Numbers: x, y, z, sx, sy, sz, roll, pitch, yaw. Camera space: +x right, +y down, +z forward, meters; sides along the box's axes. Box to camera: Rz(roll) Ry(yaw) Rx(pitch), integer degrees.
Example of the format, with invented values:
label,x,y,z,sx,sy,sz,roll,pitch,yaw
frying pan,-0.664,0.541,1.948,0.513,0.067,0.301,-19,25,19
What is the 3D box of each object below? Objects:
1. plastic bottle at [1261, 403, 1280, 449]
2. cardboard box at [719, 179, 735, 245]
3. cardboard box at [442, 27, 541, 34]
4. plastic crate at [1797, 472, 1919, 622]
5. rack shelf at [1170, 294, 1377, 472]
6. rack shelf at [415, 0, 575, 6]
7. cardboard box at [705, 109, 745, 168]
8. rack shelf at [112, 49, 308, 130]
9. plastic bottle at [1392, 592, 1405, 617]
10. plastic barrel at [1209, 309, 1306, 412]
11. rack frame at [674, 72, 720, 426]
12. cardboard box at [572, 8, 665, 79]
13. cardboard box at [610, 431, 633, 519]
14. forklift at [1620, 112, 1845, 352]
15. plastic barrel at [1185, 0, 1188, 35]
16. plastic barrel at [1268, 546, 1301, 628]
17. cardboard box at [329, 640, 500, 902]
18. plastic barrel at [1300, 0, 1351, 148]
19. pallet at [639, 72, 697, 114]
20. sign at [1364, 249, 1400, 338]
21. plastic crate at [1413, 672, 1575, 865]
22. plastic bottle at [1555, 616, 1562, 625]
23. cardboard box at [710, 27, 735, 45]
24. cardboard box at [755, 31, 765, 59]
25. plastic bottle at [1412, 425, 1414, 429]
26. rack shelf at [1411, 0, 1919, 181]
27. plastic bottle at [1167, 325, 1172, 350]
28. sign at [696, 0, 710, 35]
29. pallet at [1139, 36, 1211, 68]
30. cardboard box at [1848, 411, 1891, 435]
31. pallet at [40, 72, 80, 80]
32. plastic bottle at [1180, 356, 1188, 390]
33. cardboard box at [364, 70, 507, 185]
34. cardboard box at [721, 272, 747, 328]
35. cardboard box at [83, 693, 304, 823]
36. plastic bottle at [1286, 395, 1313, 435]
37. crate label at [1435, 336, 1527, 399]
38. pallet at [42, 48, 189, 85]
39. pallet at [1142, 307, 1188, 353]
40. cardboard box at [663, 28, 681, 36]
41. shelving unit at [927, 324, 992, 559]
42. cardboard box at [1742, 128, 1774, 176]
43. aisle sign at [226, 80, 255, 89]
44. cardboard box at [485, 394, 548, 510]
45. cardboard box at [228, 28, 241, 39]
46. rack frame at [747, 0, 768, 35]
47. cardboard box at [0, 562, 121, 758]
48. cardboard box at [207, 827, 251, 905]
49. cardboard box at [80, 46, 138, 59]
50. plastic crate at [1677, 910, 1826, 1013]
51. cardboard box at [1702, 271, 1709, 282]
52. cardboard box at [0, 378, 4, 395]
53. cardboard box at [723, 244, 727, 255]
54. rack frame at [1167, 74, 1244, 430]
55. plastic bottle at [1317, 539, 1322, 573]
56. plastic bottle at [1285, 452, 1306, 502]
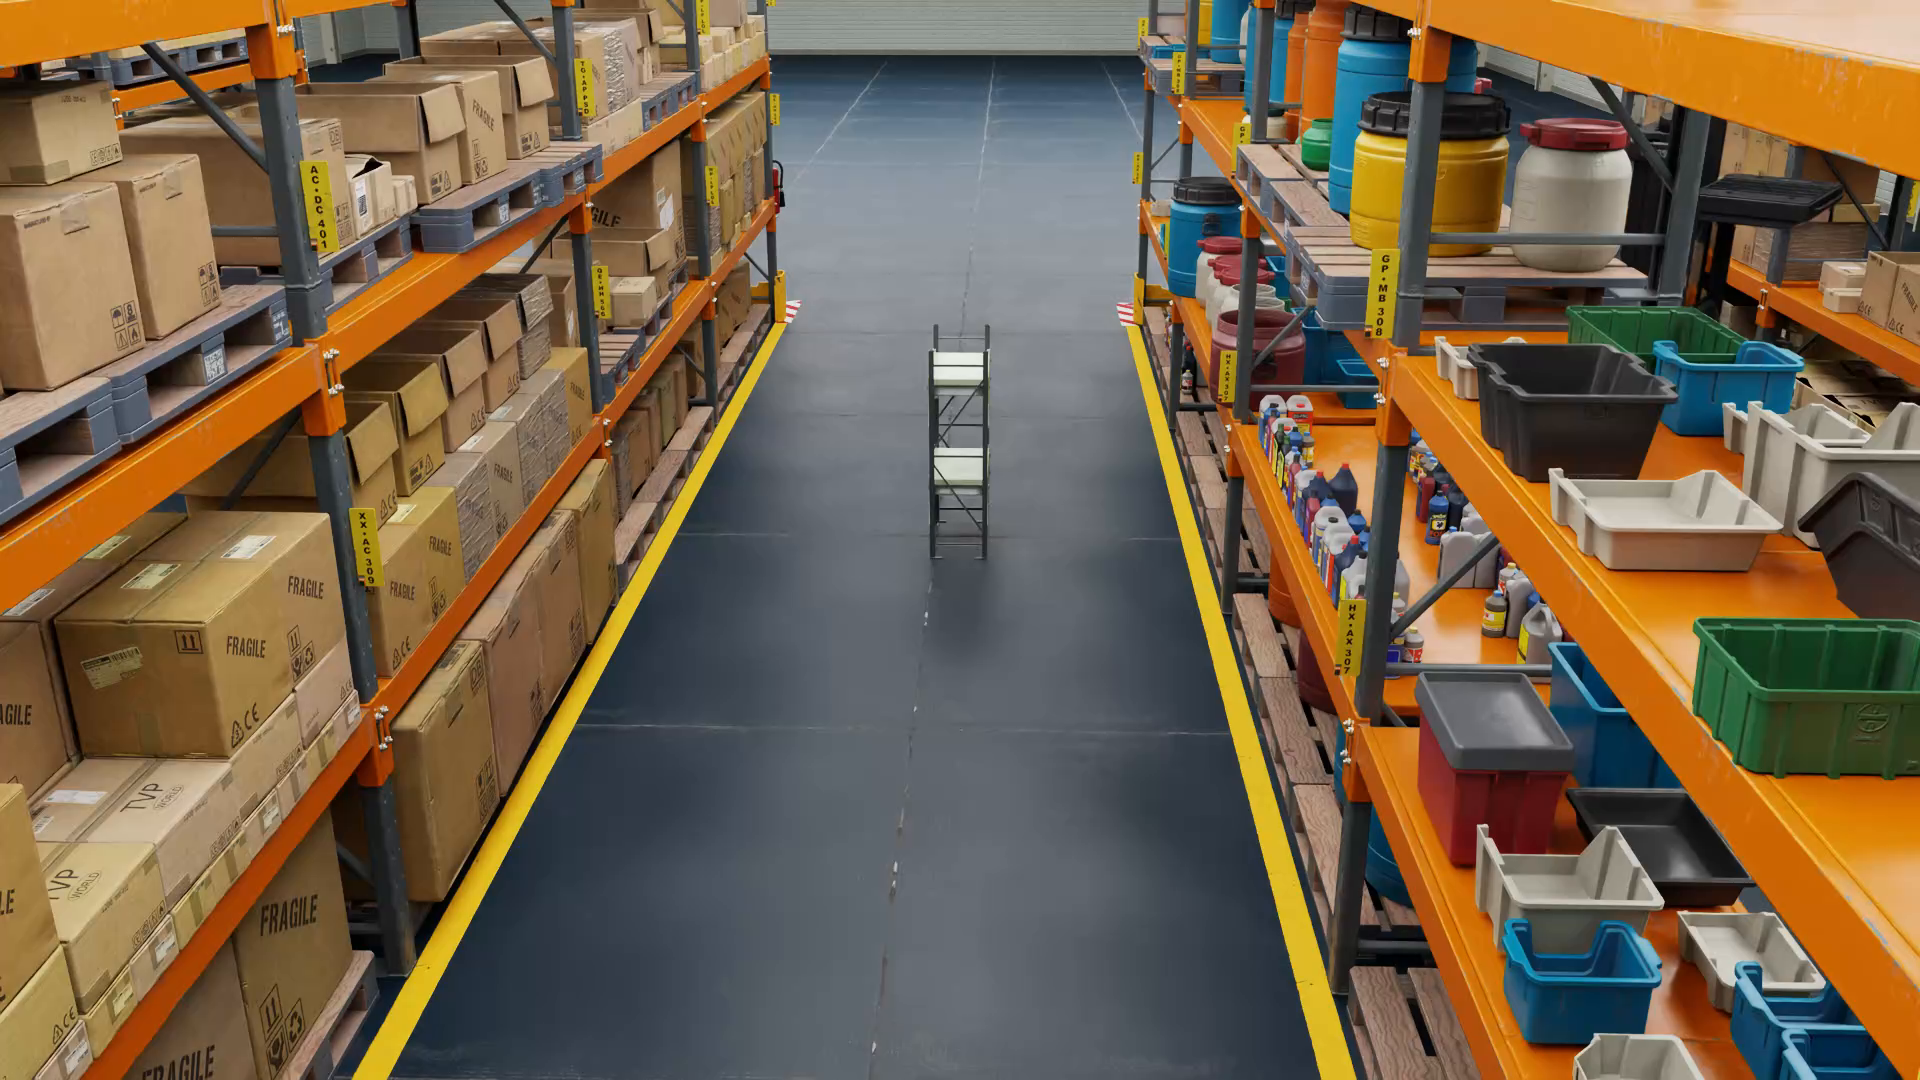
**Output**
label,x,y,z,sx,sy,sz,roll,pitch,yaw
plastic bottle,1.832,-0.673,9.794,0.097,0.271,0.097,0,21,0
cardboard box,-2.504,-2.956,14.950,0.875,0.500,0.500,1,21,2
cardboard box,-2.982,-3.021,10.691,0.500,0.500,0.500,1,21,1
plastic crate,2.277,0.046,3.702,0.504,0.338,0.767,1,21,2
rack shelf,2.260,-1.315,12.266,1.077,0.370,4.000,1,21,2
rack shelf,-2.691,-3.980,11.393,1.077,0.370,4.000,1,21,2
cardboard box,-2.328,-3.782,15.697,0.500,0.500,0.500,1,21,2
rack shelf,-7.524,-4.305,15.826,1.077,0.370,4.000,1,21,2
plastic bottle,1.903,0.328,7.311,0.097,0.201,0.097,0,21,0
plastic barrel,1.911,-1.162,10.688,0.600,0.536,0.708,1,21,2
rack frame,-2.630,-2.428,14.140,1.000,3.000,0.127,1,21,2
cardboard box,-2.743,-3.901,13.067,0.797,0.503,0.637,0,21,-1
cardboard box,-2.747,-0.465,11.927,0.700,0.500,0.500,-1,21,-3
forklift,5.417,-1.445,11.701,3.031,2.935,1.130,16,26,35
plastic barrel,2.555,-5.437,16.574,0.600,0.830,0.708,1,21,2
plastic barrel,2.201,0.066,10.132,0.600,0.830,0.708,1,21,2
cardboard box,-2.874,1.028,7.590,1.225,0.875,0.875,1,21,2
plastic barrel,2.179,-2.516,9.047,0.600,0.830,0.708,1,21,2
pallet,-2.755,-3.517,13.059,1.213,0.211,1.003,1,21,2
sign,1.528,-0.890,6.018,0.100,0.325,0.005,1,21,2
plastic crate,1.800,0.781,5.697,0.402,0.464,0.583,1,21,2
plastic bottle,2.519,0.397,7.020,0.061,0.283,0.133,1,21,2
cardboard box,-2.306,-4.716,15.546,0.380,0.149,0.250,0,21,-1
cardboard box,-2.269,-5.026,16.895,0.500,0.250,0.500,1,21,3
plastic bottle,2.606,-0.638,9.689,0.061,0.283,0.133,1,21,2
rack shelf,2.017,-1.033,3.798,1.077,0.370,4.000,1,21,2
plastic bottle,2.065,-1.977,16.141,0.097,0.271,0.097,0,21,0
sign,-2.075,-4.246,13.420,0.100,0.325,0.005,1,21,2
pallet,2.320,-4.832,16.450,1.003,0.211,1.213,1,21,2
cardboard box,6.965,-0.790,12.365,0.500,0.311,0.500,1,21,3
pallet,-7.563,-3.496,13.011,0.805,0.209,1.217,0,21,-1
plastic bottle,2.006,-1.490,14.869,0.061,0.283,0.133,2,21,4
cardboard box,-2.636,-2.088,8.398,0.500,0.500,0.500,2,21,5
cardboard box,-2.528,-2.463,17.104,0.500,0.500,0.500,6,22,16
cardboard box,-2.638,0.745,5.757,0.500,0.250,0.500,1,21,3
plastic bottle,2.015,-0.715,9.896,0.152,0.276,0.135,1,21,2
crate label,1.774,-0.583,5.602,0.293,0.136,0.466,1,21,2
pallet,-7.549,-4.172,14.610,1.003,0.211,1.213,1,21,2
pallet,2.457,-2.198,17.402,1.003,0.211,1.213,1,21,2
cardboard box,-2.777,-4.636,15.340,0.380,0.149,0.250,0,21,0
shelving unit,0.000,-0.702,11.764,0.431,1.500,0.755,1,21,2
cardboard box,7.293,-3.312,14.487,0.700,0.500,0.500,1,21,1
aisle sign,-7.760,-5.206,17.706,0.394,0.787,0.004,1,21,2
cardboard box,-2.552,-0.479,8.979,0.500,0.500,0.500,0,21,0
cardboard box,-7.173,-4.906,16.007,0.380,0.149,0.250,1,21,2
rack frame,-2.508,-6.671,16.782,1.000,3.000,0.127,1,21,2
cardboard box,-3.166,0.395,5.625,0.500,0.500,0.500,1,21,2
cardboard box,-2.586,1.068,5.478,0.380,0.149,0.250,1,21,3
cardboard box,-7.233,-4.171,14.113,0.380,0.149,0.250,0,21,1
plastic crate,2.325,1.247,4.950,0.293,0.136,0.466,1,21,2
cardboard box,7.107,-2.294,15.977,0.500,0.500,0.500,1,21,2
cardboard box,-3.015,-0.557,4.315,0.700,0.500,0.500,2,21,4
cardboard box,-2.324,-2.657,15.077,0.380,0.149,0.250,1,21,2
rack frame,2.321,-2.373,13.999,1.000,3.000,0.127,1,21,2
plastic bottle,1.773,0.060,8.001,0.097,0.201,0.097,0,21,0
plastic bottle,1.804,-0.339,8.933,0.097,0.271,0.097,0,21,0
